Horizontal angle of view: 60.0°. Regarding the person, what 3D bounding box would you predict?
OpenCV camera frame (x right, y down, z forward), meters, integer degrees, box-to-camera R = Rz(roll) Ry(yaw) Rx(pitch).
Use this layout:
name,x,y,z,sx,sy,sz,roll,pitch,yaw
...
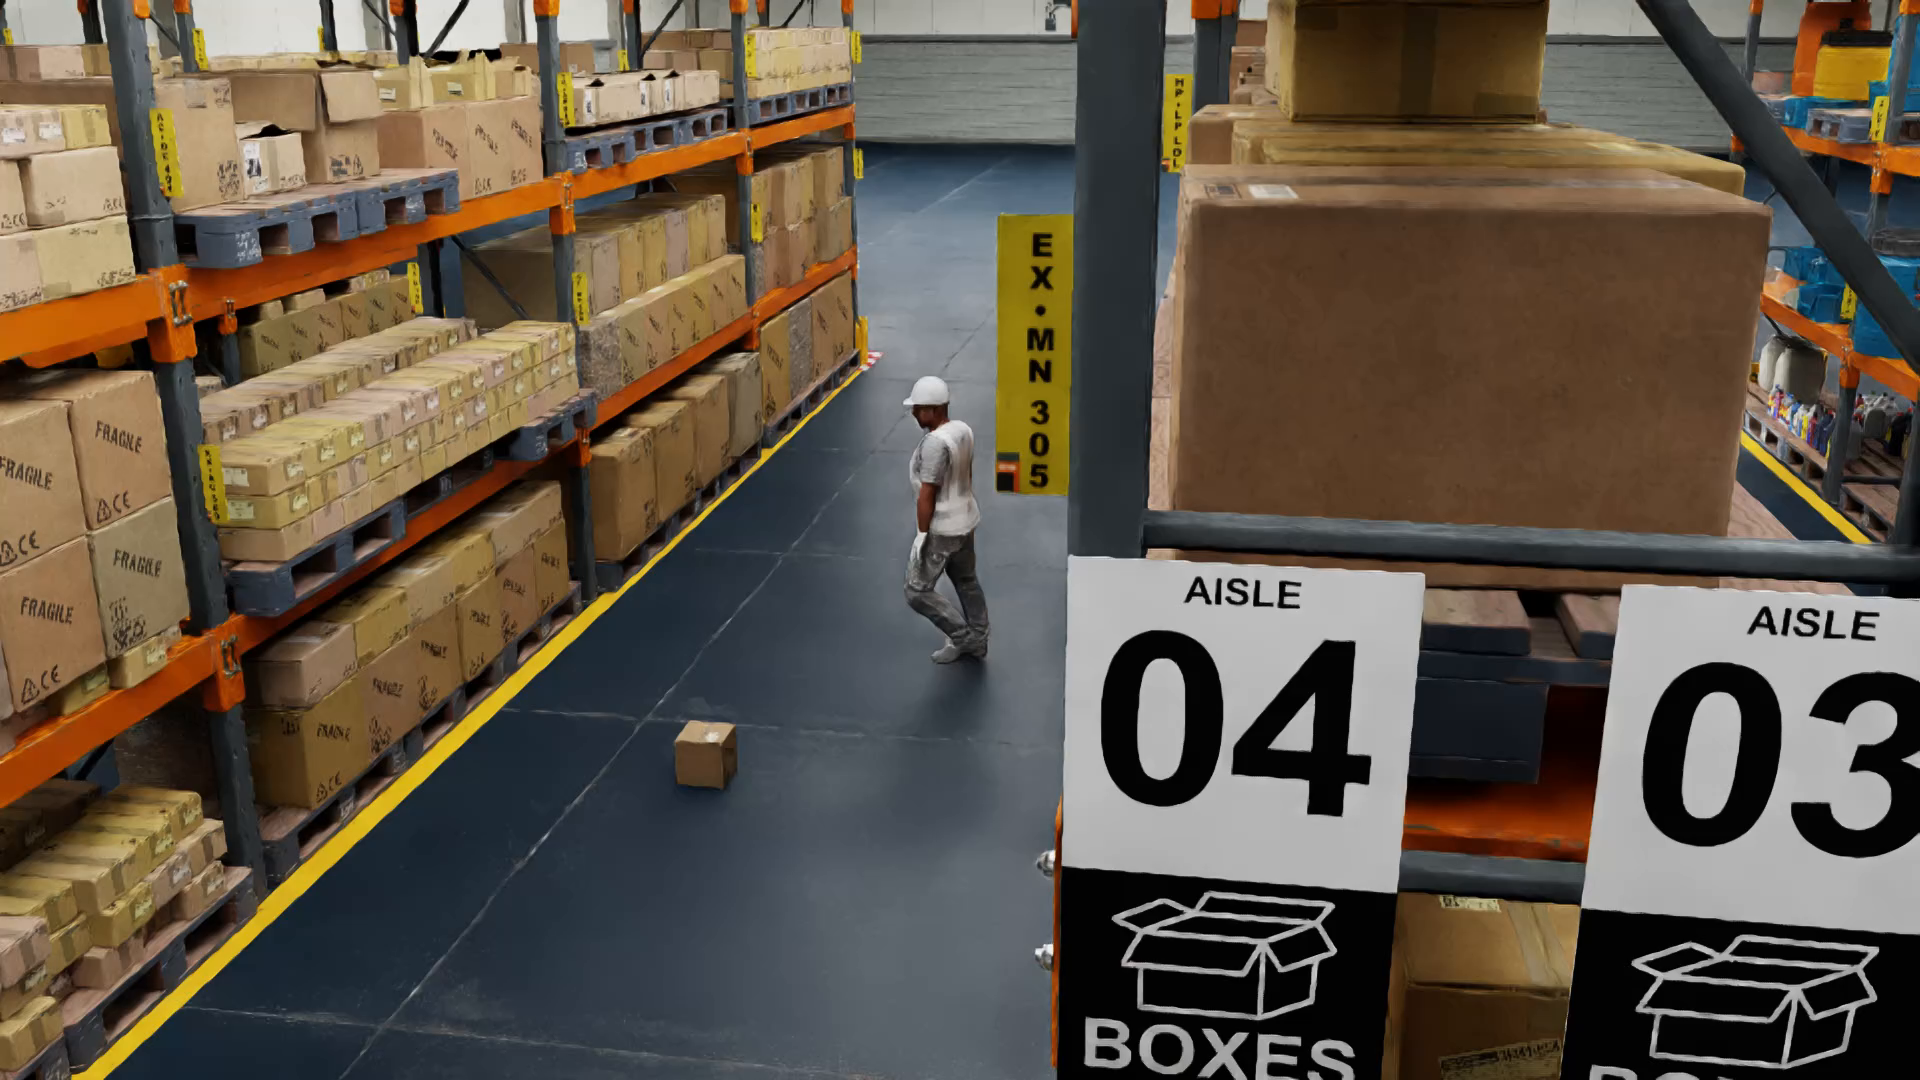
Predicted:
name,x,y,z,sx,sy,sz,roll,pitch,yaw
person,-0.100,-0.087,9.720,0.445,1.762,0.726,5,18,16
